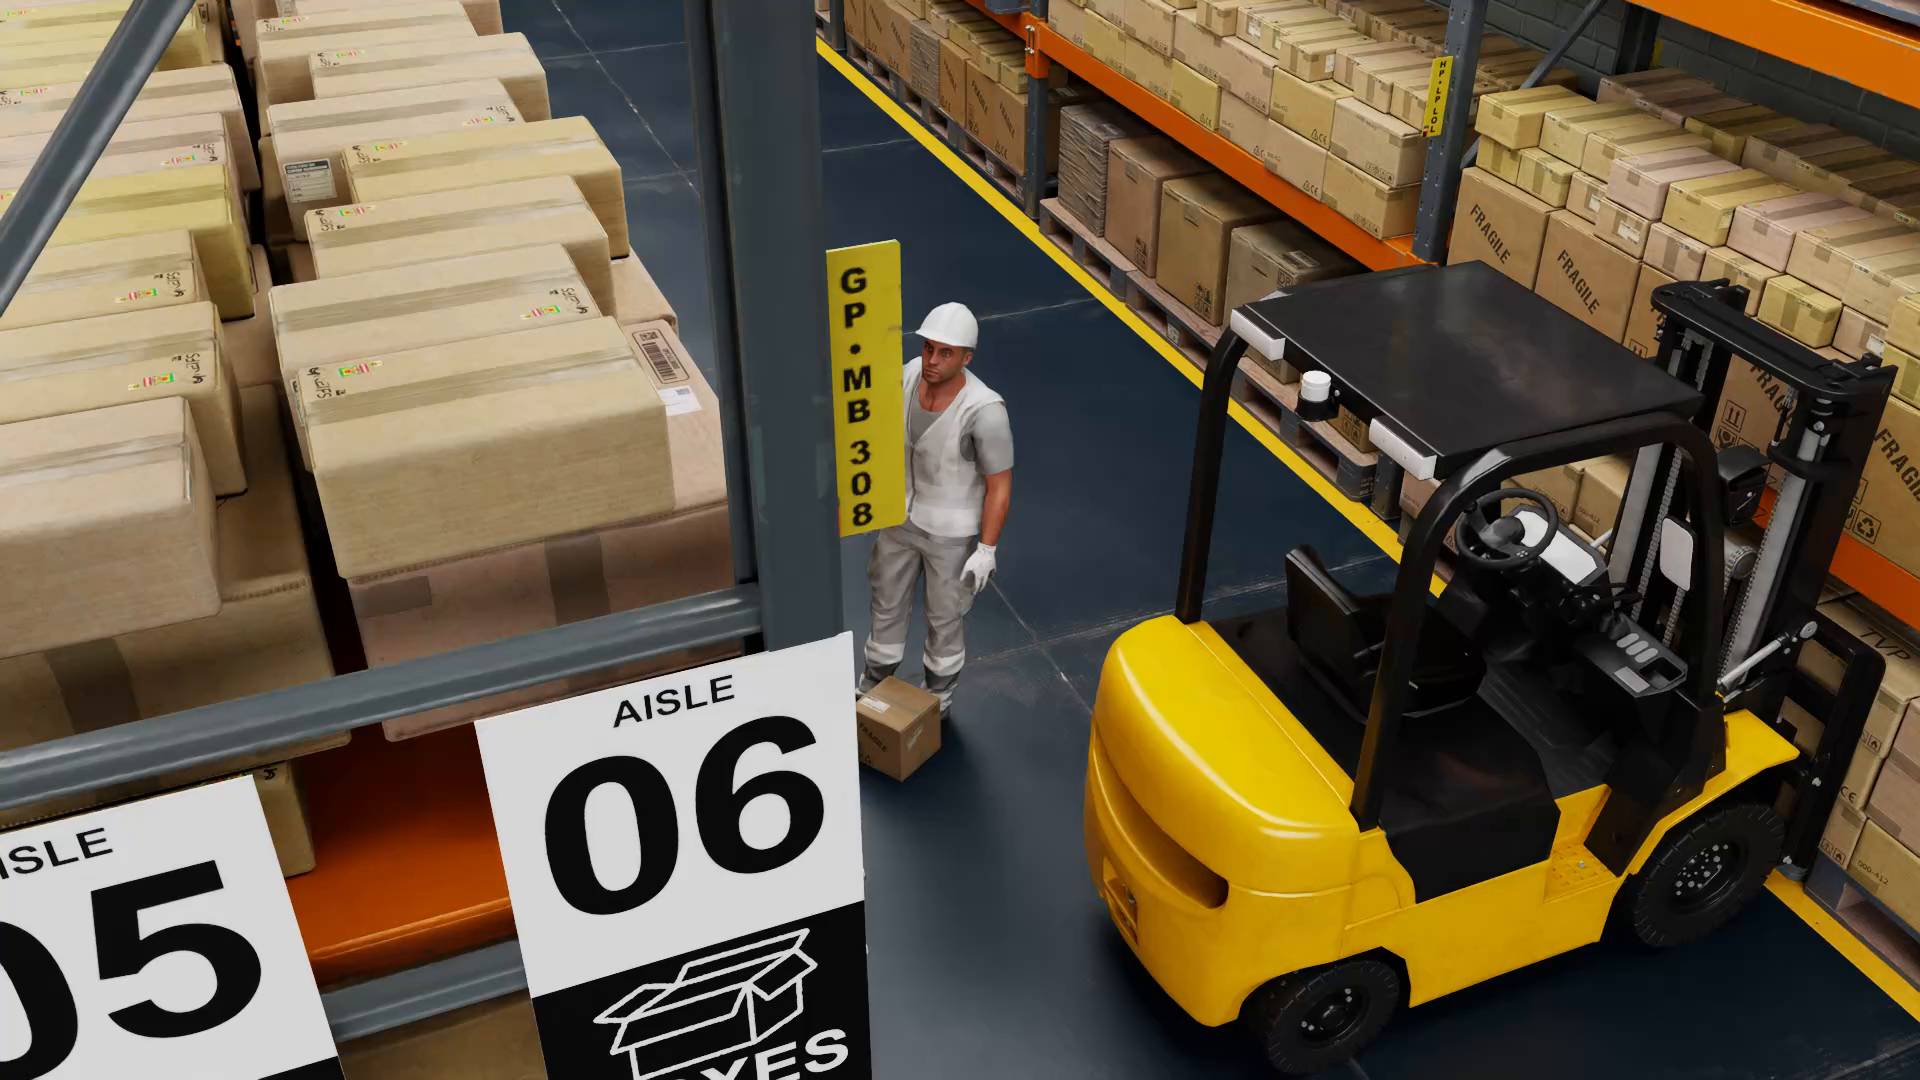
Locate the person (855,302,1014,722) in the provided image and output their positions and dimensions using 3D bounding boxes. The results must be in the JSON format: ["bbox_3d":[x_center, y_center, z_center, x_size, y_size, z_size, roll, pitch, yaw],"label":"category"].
[{"bbox_3d":[-0.155,-0.020,6.132,0.635,1.787,0.564,23,40,31],"label":"person"}]
